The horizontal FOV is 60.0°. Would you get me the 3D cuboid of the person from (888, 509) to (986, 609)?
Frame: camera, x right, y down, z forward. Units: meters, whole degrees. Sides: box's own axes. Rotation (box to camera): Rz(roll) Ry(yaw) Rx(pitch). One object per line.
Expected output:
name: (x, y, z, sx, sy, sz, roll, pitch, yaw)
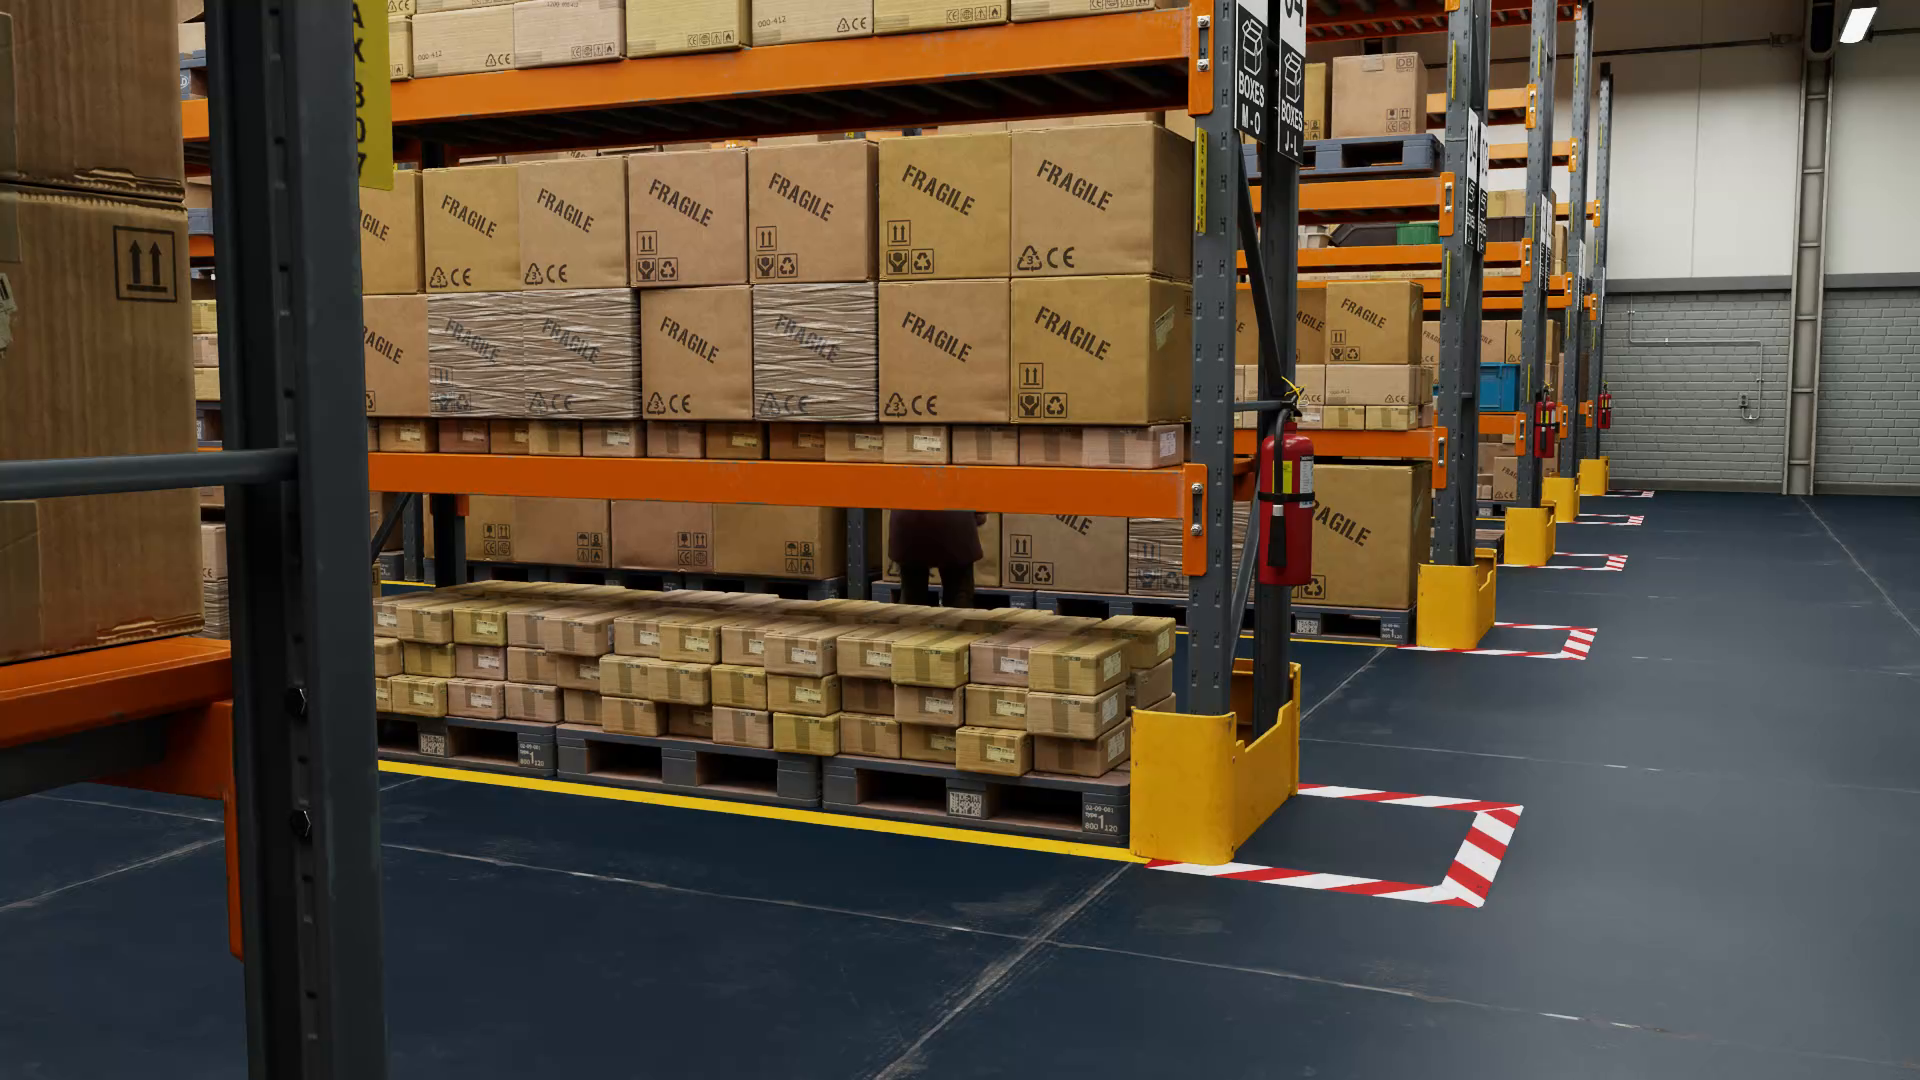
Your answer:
person: (-0.101, -0.114, 8.714, 0.525, 1.776, 0.575, 2, 6, 23)
